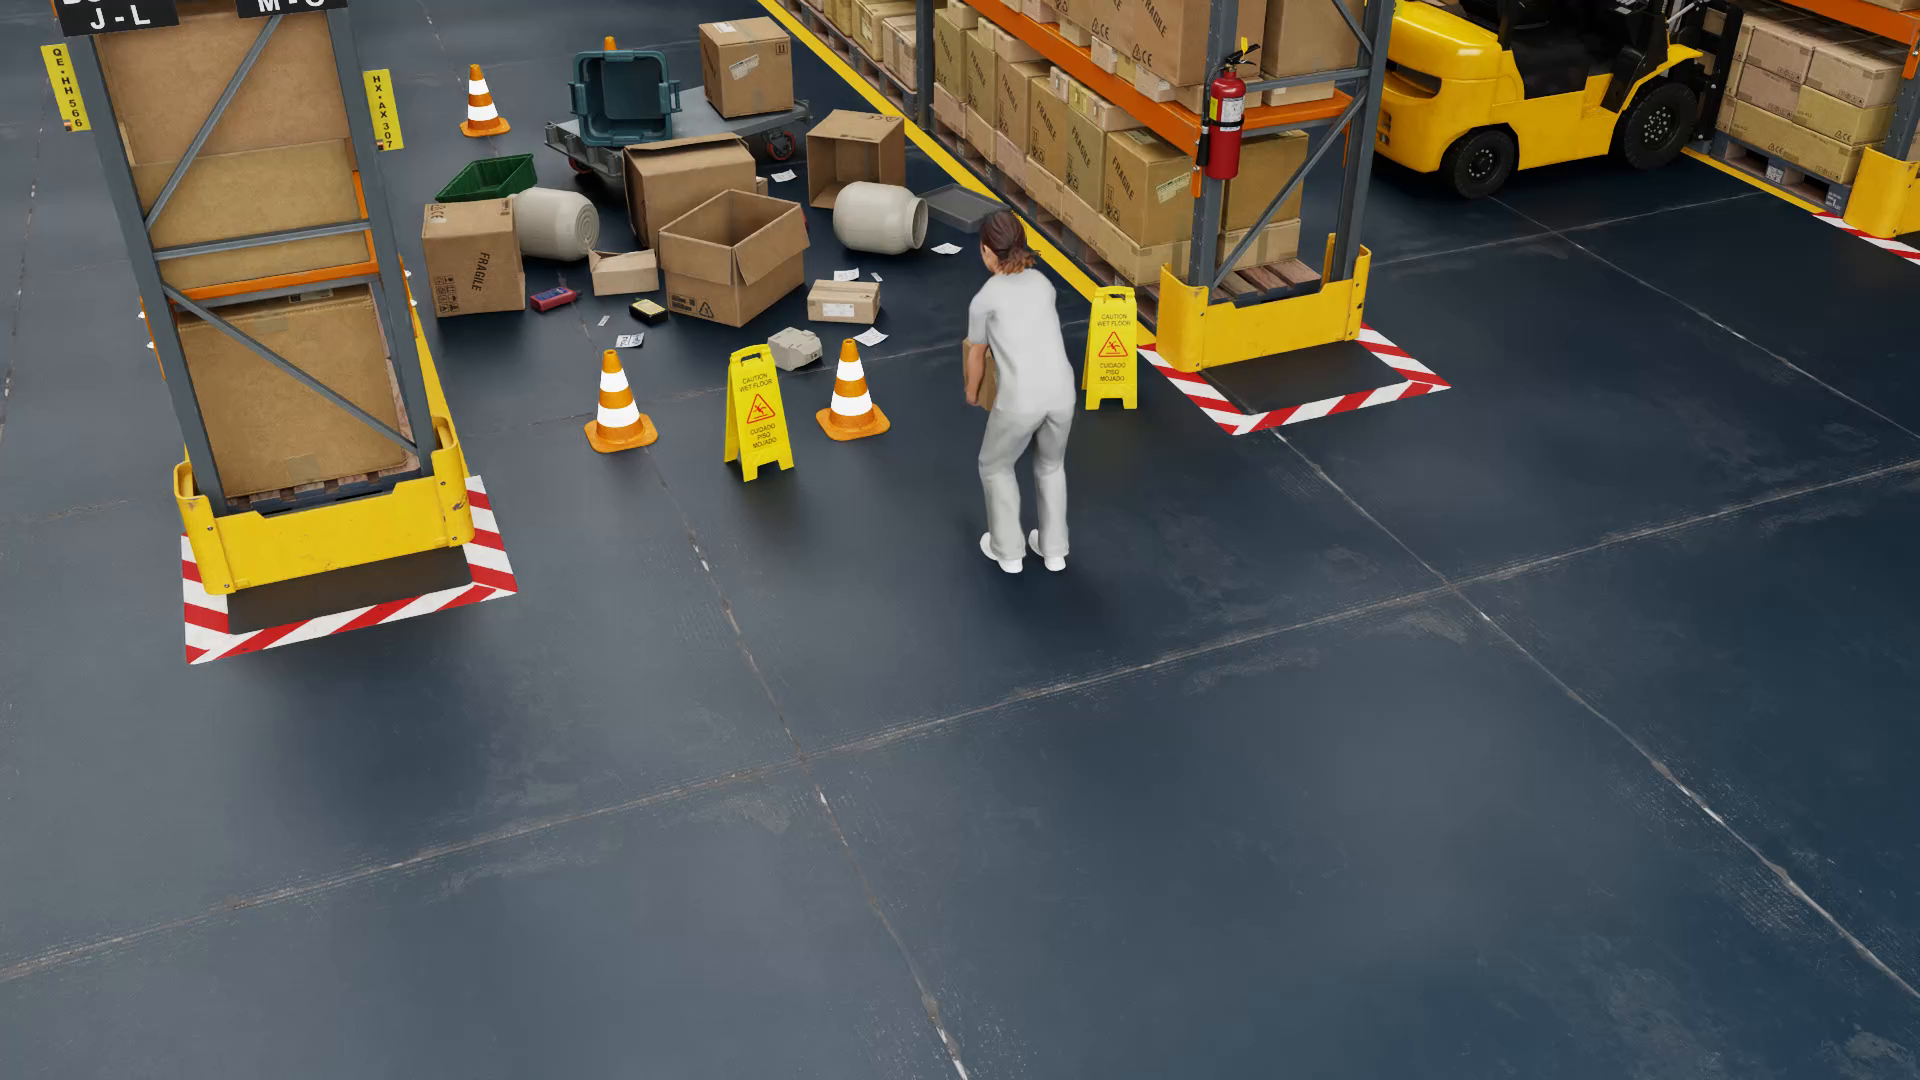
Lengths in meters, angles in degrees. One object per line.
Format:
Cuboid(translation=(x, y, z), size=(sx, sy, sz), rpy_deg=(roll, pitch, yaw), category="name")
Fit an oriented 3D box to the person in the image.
Cuboid(translation=(0.249, -0.606, 7.151), size=(0.410, 1.575, 0.576), rpy_deg=(-14, 36, -20), category="person")
